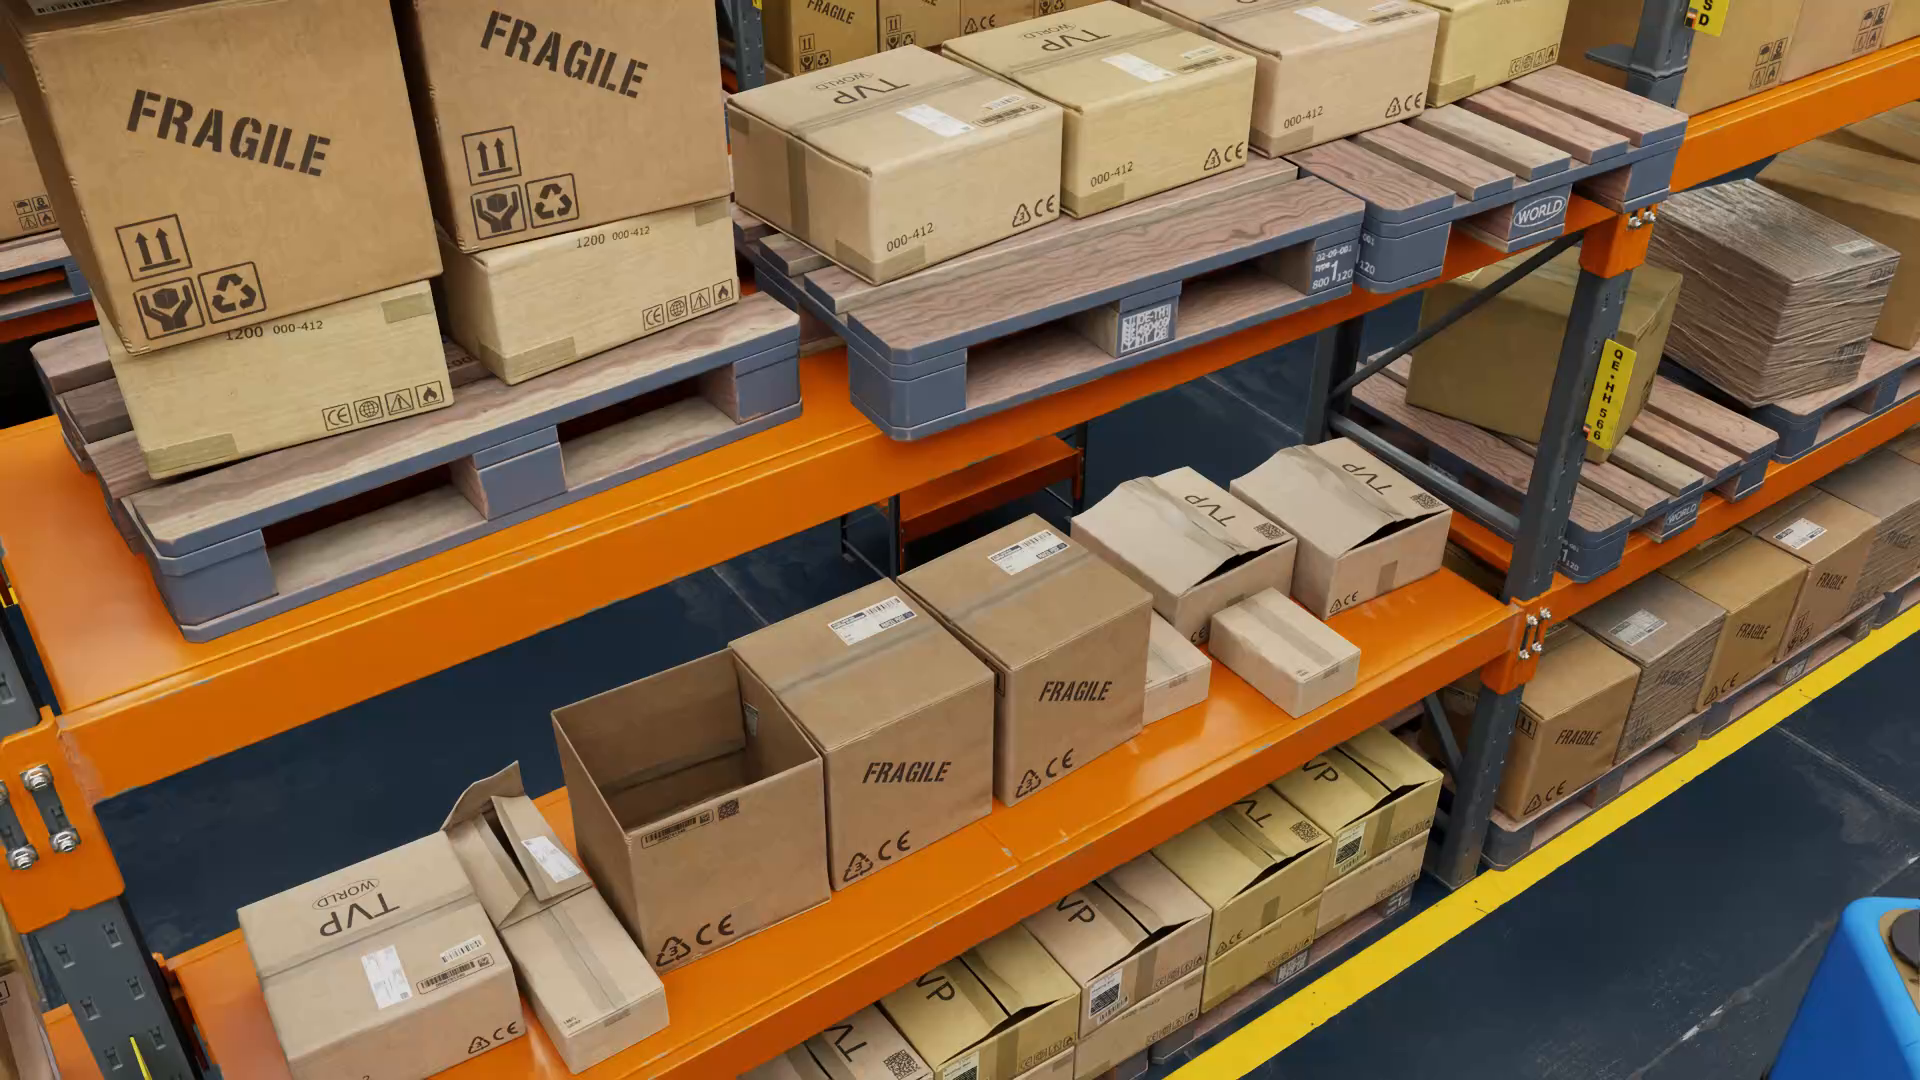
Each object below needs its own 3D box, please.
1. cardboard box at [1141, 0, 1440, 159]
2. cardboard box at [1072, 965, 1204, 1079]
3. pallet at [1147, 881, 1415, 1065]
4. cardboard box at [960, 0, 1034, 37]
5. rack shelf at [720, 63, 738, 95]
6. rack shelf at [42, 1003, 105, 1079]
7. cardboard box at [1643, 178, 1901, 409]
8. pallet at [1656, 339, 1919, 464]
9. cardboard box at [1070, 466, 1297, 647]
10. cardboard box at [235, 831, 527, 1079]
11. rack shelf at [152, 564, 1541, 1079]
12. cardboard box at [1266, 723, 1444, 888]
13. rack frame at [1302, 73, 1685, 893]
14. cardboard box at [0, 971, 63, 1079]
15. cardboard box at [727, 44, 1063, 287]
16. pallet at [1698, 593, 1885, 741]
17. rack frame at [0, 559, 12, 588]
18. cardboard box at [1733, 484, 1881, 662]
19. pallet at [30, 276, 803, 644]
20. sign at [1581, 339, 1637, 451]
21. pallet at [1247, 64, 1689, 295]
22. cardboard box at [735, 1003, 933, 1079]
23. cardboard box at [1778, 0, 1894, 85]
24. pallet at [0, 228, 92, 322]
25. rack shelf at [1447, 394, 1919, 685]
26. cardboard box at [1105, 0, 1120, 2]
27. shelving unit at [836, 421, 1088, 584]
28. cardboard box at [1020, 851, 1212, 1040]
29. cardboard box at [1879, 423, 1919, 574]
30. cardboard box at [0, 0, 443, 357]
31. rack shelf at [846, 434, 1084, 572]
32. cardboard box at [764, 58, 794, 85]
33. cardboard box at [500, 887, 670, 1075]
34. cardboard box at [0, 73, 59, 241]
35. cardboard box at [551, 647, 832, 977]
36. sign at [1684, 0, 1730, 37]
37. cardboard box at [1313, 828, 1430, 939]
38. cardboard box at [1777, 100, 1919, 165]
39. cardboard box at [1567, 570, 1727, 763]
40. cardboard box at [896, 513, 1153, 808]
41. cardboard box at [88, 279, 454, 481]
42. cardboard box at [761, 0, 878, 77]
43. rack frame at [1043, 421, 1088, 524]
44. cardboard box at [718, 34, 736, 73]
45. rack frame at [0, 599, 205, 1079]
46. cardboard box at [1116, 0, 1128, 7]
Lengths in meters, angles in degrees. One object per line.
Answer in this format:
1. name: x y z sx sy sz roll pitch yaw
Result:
1. cardboard box: 0.779 -1.170 4.008 0.500 0.250 0.500 -21 41 -27
2. cardboard box: 0.413 1.375 5.265 0.500 0.250 0.500 -21 41 -27
3. pallet: 0.840 1.183 5.924 1.213 0.211 1.003 -22 41 -28
4. cardboard box: 0.062 -3.119 9.160 0.500 0.500 0.500 -23 41 -28
5. rack shelf: 0.313 -2.951 9.900 4.000 0.370 1.077 -22 41 -28
6. rack shelf: -3.369 2.103 2.873 4.000 0.370 1.077 -22 41 -28
7. cardboard box: 2.842 -0.900 5.988 0.500 0.500 0.700 -15 38 -19
8. pallet: 3.122 -0.786 6.438 1.213 0.211 1.003 -22 41 -28
9. cardboard box: 0.692 0.037 5.205 0.500 0.311 0.500 -23 42 -28
10. cardboard box: -1.357 1.013 3.901 0.500 0.250 0.500 -20 40 -25
11. rack shelf: -0.100 0.758 4.744 4.000 0.370 1.077 -22 41 -28
12. cardboard box: 1.249 0.805 5.577 0.500 0.311 0.500 -21 41 -27
13. rack frame: 1.535 -0.207 5.469 0.127 3.000 1.000 -22 41 -28
14. cardboard box: -1.833 1.028 3.110 0.250 0.149 0.380 -22 41 -28
15. cardboard box: -0.136 -0.803 3.497 0.500 0.250 0.500 -26 43 -32
16. pallet: 3.163 0.284 7.175 1.213 0.211 1.003 -22 41 -28
17. rack frame: -4.591 -1.225 6.884 0.127 3.000 1.000 -22 41 -28
18. cardboard box: 3.333 0.089 6.821 0.500 0.500 0.500 -24 42 -29
19. pallet: -1.021 -0.305 3.199 1.217 0.209 0.805 -24 42 -30
20. sign: 1.857 -0.413 4.764 0.005 0.325 0.100 -22 41 -28
21. pallet: 1.032 -1.077 4.272 1.003 0.211 1.213 -20 40 -26
22. cardboard box: -0.419 1.496 4.616 0.500 0.311 0.500 -24 42 -29
23. cardboard box: 2.289 -1.800 5.029 0.500 0.500 0.910 -22 41 -28
24. pallet: -3.883 -1.334 7.201 1.213 0.211 1.003 -22 41 -28
25. rack shelf: 3.170 -0.588 6.614 4.000 0.370 1.077 -22 41 -28
26. cardboard box: 0.889 -3.468 9.646 0.500 0.500 0.500 -22 41 -28
27. shelving unit: 0.006 -0.459 7.425 1.048 1.125 0.538 -22 41 -28
28. cardboard box: 0.413 1.151 5.096 0.500 0.311 0.500 -23 41 -28
29. cardboard box: 4.157 -0.251 7.295 0.500 0.500 0.500 -22 41 -28
30. cardboard box: -1.208 -0.682 2.687 0.500 0.500 0.500 -22 41 -27
31. rack shelf: 0.006 -0.260 7.567 1.000 0.278 0.538 -22 41 -28
32. cardboard box: -0.919 -2.476 8.822 0.250 0.149 0.380 -23 42 -29
33. cardboard box: -0.893 1.040 3.950 0.250 0.149 0.380 -22 41 -28
34. cardboard box: -4.156 -1.599 6.942 0.500 0.500 0.700 -22 41 -28
35. cardboard box: -0.667 0.670 4.164 0.500 0.500 0.500 -19 40 -25
36. sign: 1.848 -1.399 4.047 0.005 0.325 0.100 -22 41 -28
37. cardboard box: 1.245 1.032 5.741 0.500 0.250 0.500 -21 41 -27
38. cardboard box: 3.763 -1.450 6.751 0.500 0.500 0.700 -16 39 -21
39. cardboard box: 2.496 0.434 6.342 0.500 0.500 0.500 -24 42 -29
40. cardboard box: 0.173 0.324 4.644 0.500 0.500 0.500 -25 42 -30
41. cardboard box: -1.225 -0.392 2.925 0.500 0.250 0.500 -18 39 -23
42. cardboard box: -0.777 -2.781 8.690 0.500 0.500 0.500 -21 41 -27
43. rack frame: 0.421 -0.630 7.662 0.032 1.125 0.500 -22 41 -28
44. cardboard box: -1.203 -2.708 9.144 0.250 0.149 0.380 -22 41 -27
45. rack frame: -1.735 1.138 3.598 0.127 3.000 1.000 -22 41 -28
46. cardboard box: 0.771 -3.166 9.782 0.250 0.149 0.380 -24 42 -29
